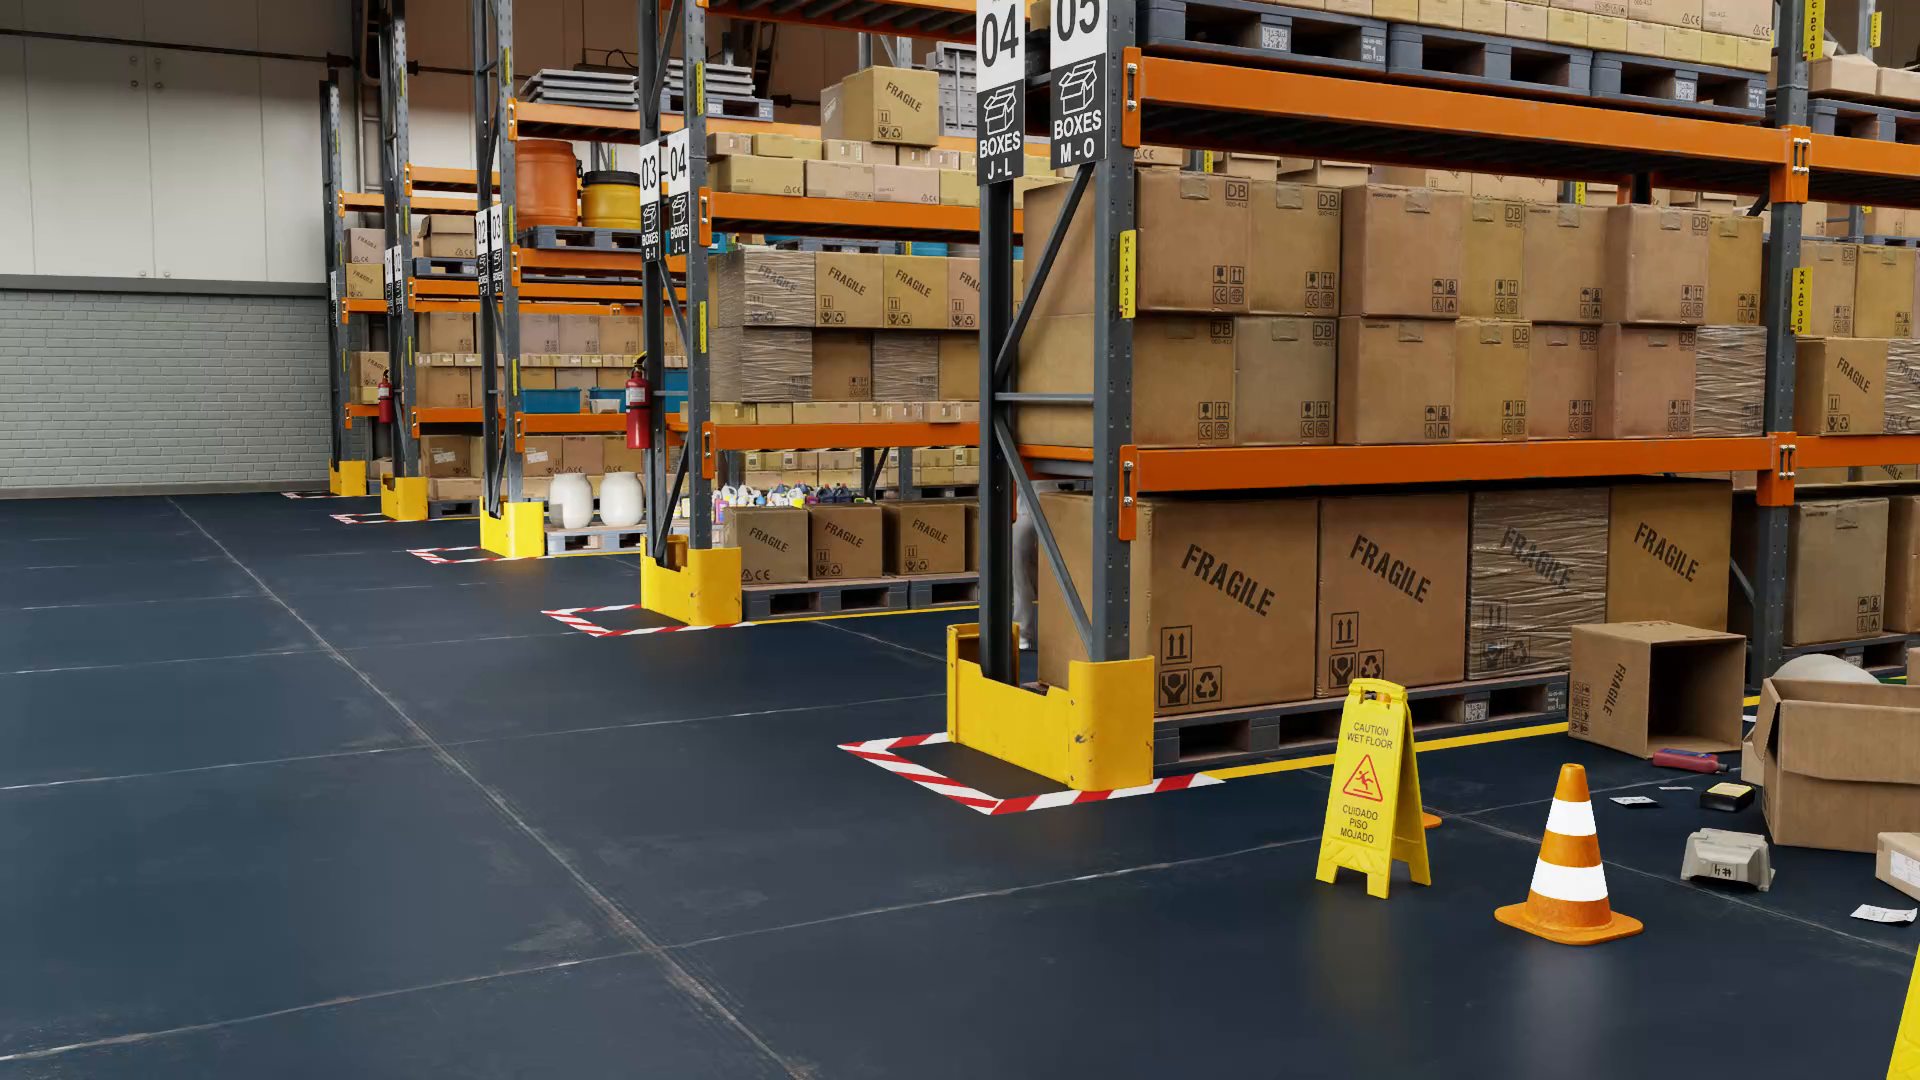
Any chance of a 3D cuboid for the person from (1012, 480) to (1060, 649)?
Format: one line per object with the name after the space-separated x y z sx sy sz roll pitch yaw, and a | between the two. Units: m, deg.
0.418 -0.142 9.803 0.470 1.586 0.439 5 7 42 | person
